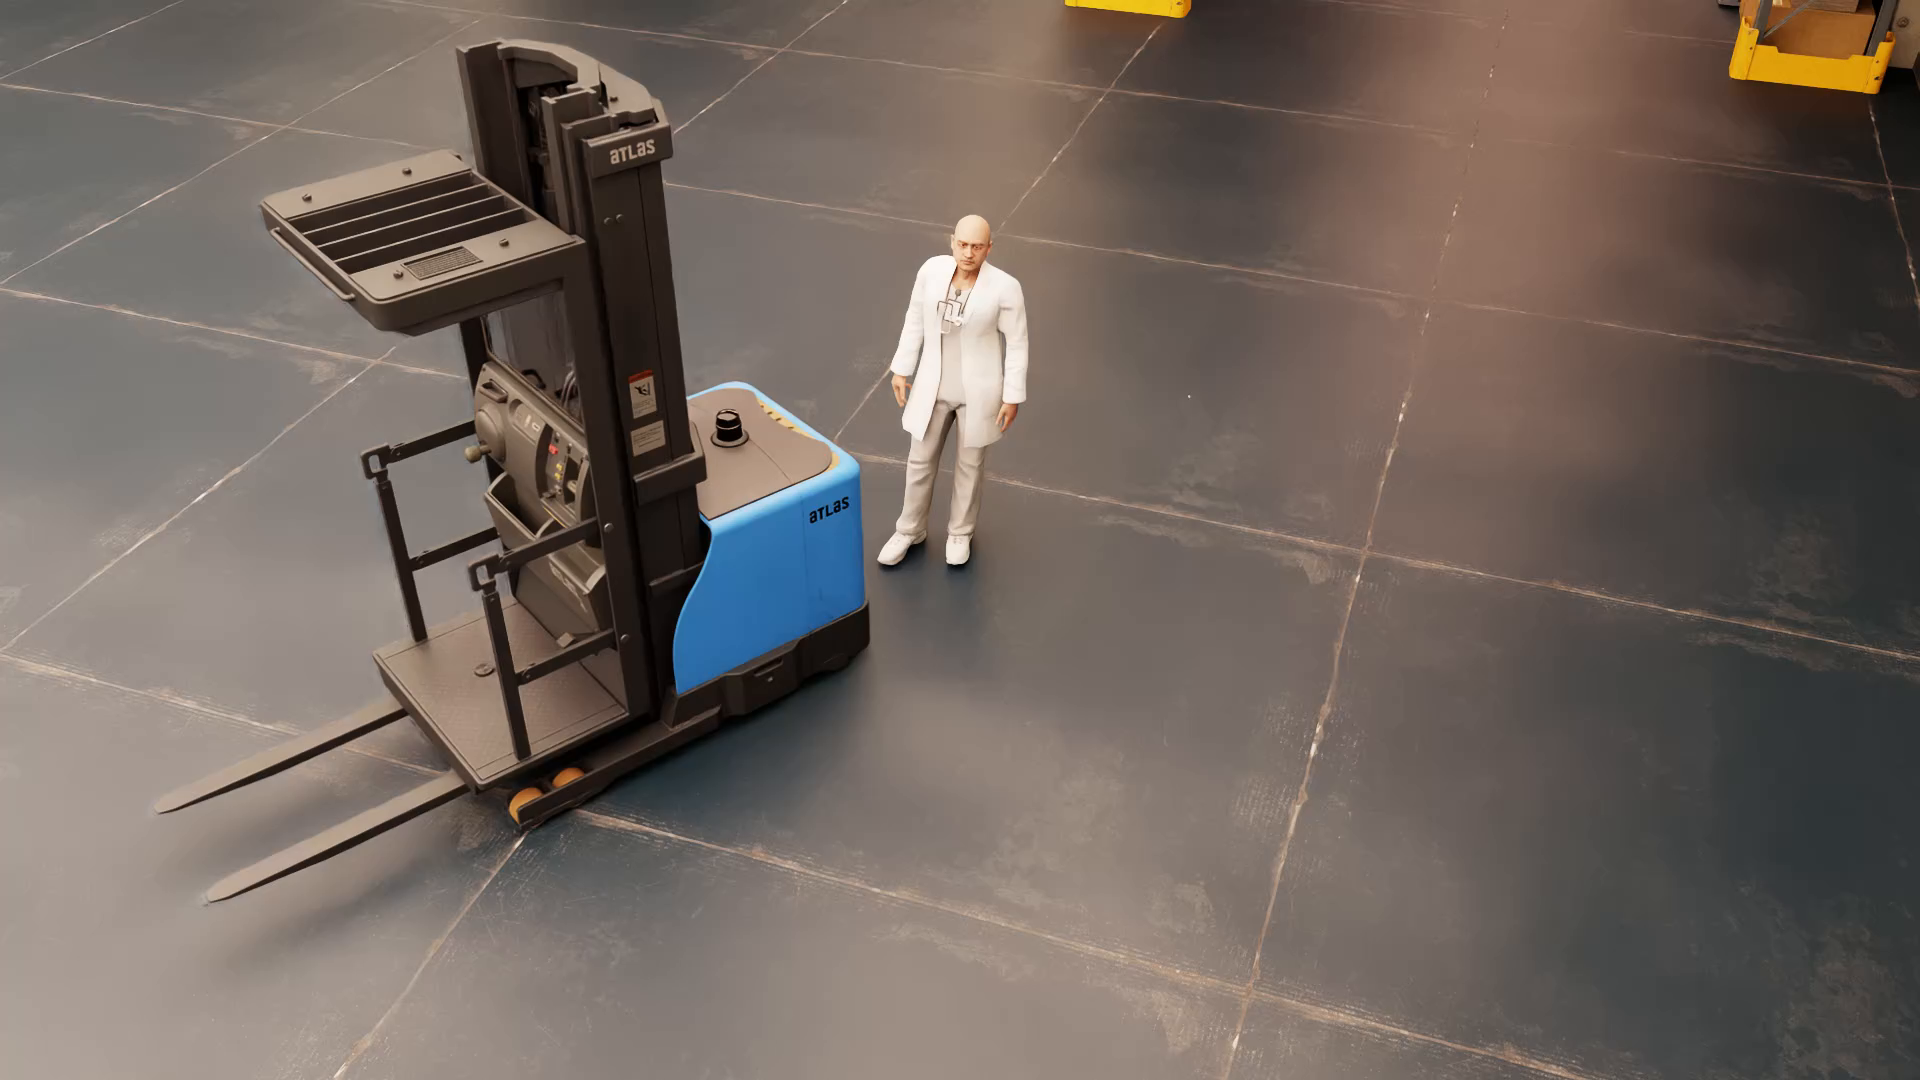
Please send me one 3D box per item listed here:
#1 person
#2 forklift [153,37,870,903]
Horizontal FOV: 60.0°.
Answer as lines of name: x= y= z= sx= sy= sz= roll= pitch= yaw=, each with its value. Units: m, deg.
person: x=-0.034 y=-0.682 z=8.057 sx=0.698 sy=1.778 sz=0.578 roll=12 pitch=37 yaw=16
forklift: x=-1.887 y=-0.339 z=6.589 sx=3.031 sy=2.935 sz=1.130 roll=-25 pitch=42 yaw=-31
